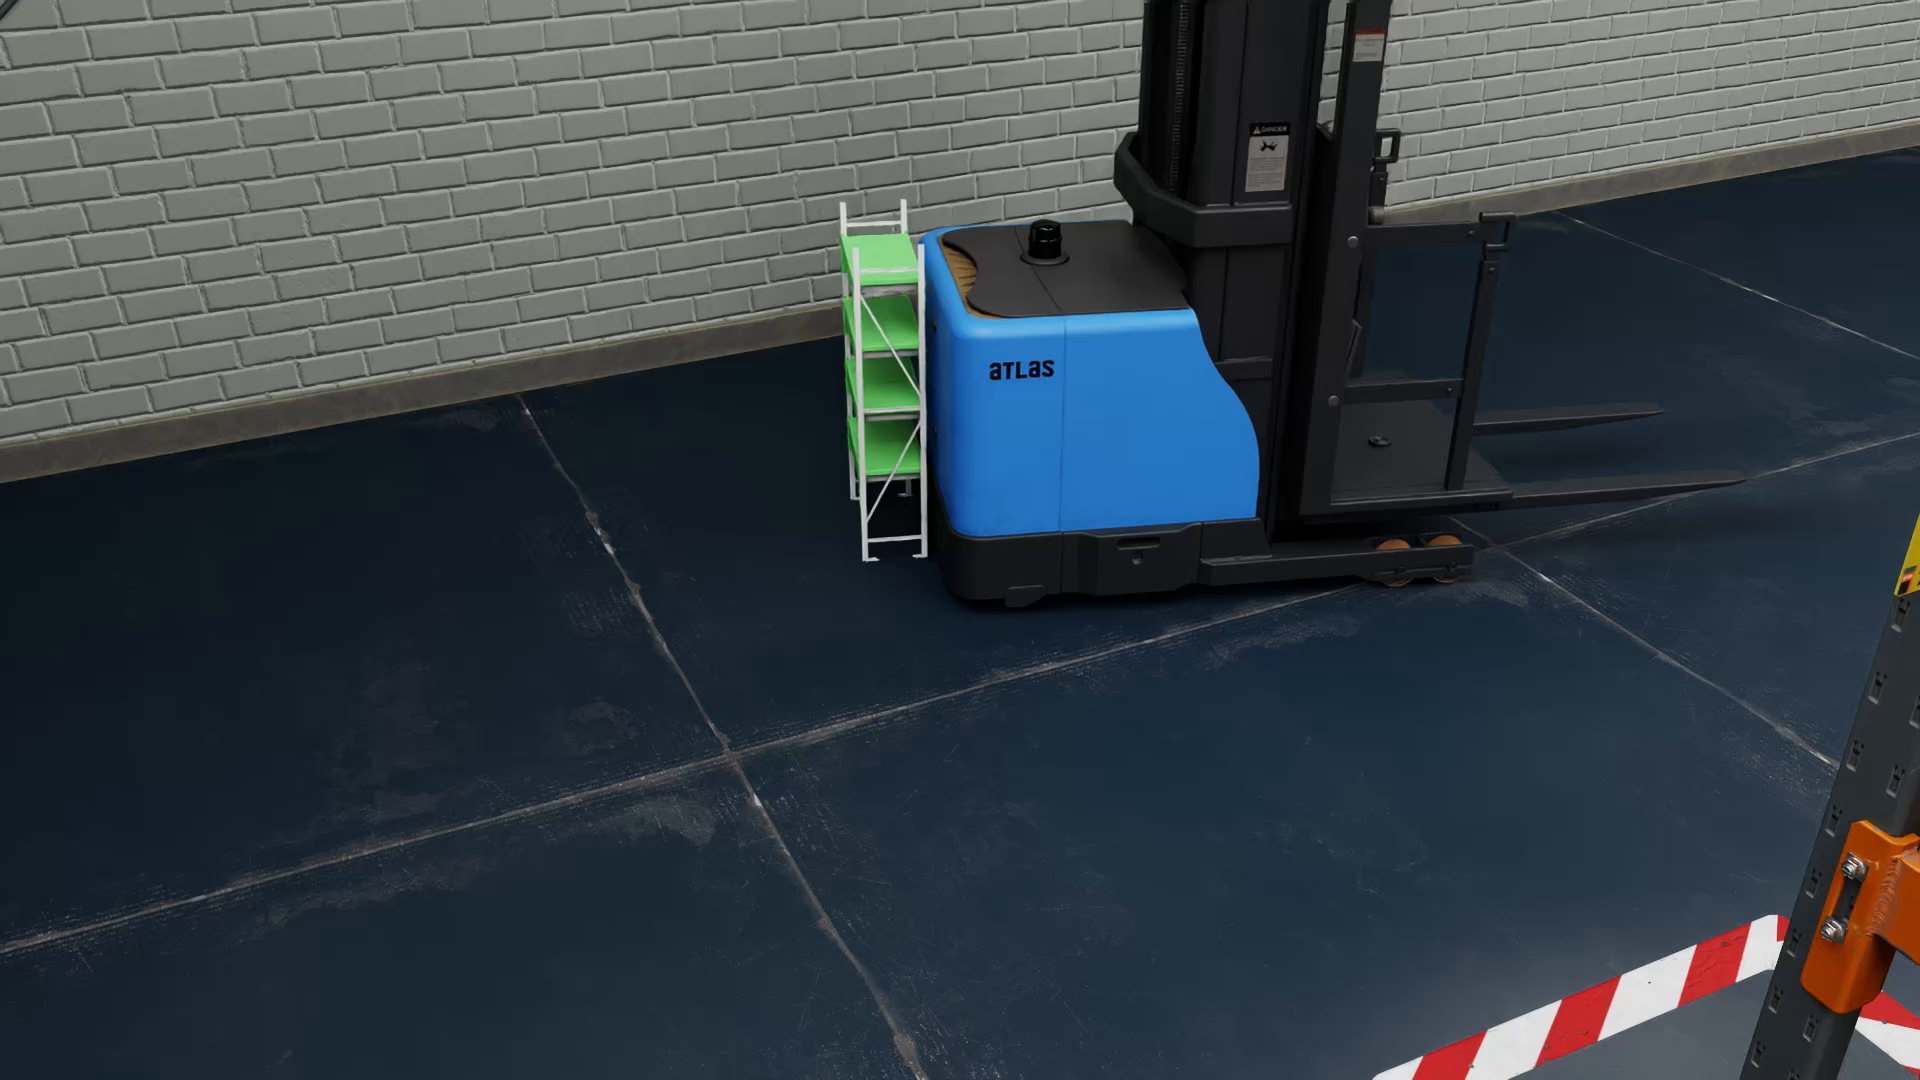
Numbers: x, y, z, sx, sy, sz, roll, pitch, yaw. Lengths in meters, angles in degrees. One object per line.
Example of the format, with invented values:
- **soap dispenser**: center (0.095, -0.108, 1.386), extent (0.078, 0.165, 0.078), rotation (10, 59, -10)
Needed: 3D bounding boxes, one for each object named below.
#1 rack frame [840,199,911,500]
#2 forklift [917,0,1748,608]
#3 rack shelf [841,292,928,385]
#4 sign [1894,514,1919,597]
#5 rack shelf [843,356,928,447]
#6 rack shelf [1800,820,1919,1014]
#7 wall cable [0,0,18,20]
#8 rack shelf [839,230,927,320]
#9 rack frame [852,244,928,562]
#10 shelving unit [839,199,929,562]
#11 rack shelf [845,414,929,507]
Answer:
- **rack frame**: center (-0.311, -0.691, 6.256), extent (0.240, 1.200, 0.015), rotation (-4, 30, -7)
- **forklift**: center (1.395, -1.363, 5.685), extent (3.031, 2.935, 1.130), rotation (-4, 30, -7)
- **rack shelf**: center (-0.275, -0.727, 5.959), extent (0.258, 0.148, 0.480), rotation (-4, 30, -7)
- **sign**: center (1.439, -0.068, 2.420), extent (0.100, 0.325, 0.005), rotation (-13, 32, -22)
- **rack shelf**: center (-0.275, -0.517, 6.076), extent (0.258, 0.148, 0.480), rotation (-4, 30, -7)
- **rack shelf**: center (2.788, 1.393, 1.435), extent (1.077, 0.370, 4.000), rotation (-13, 32, -22)
- **wall cable**: center (-4.648, -2.599, 4.858), extent (3.097, 2.526, 0.112), rotation (-13, 32, -22)
- **rack shelf**: center (-0.275, -0.936, 5.842), extent (0.258, 0.148, 0.480), rotation (-4, 30, -7)
- **rack frame**: center (-0.240, -0.455, 5.835), extent (0.240, 1.200, 0.015), rotation (-4, 30, -7)
- **shelving unit**: center (-0.275, -0.573, 6.045), extent (0.258, 1.200, 0.503), rotation (-4, 30, -7)
- **rack shelf**: center (-0.275, -0.308, 6.194), extent (0.258, 0.148, 0.480), rotation (-4, 30, -7)
